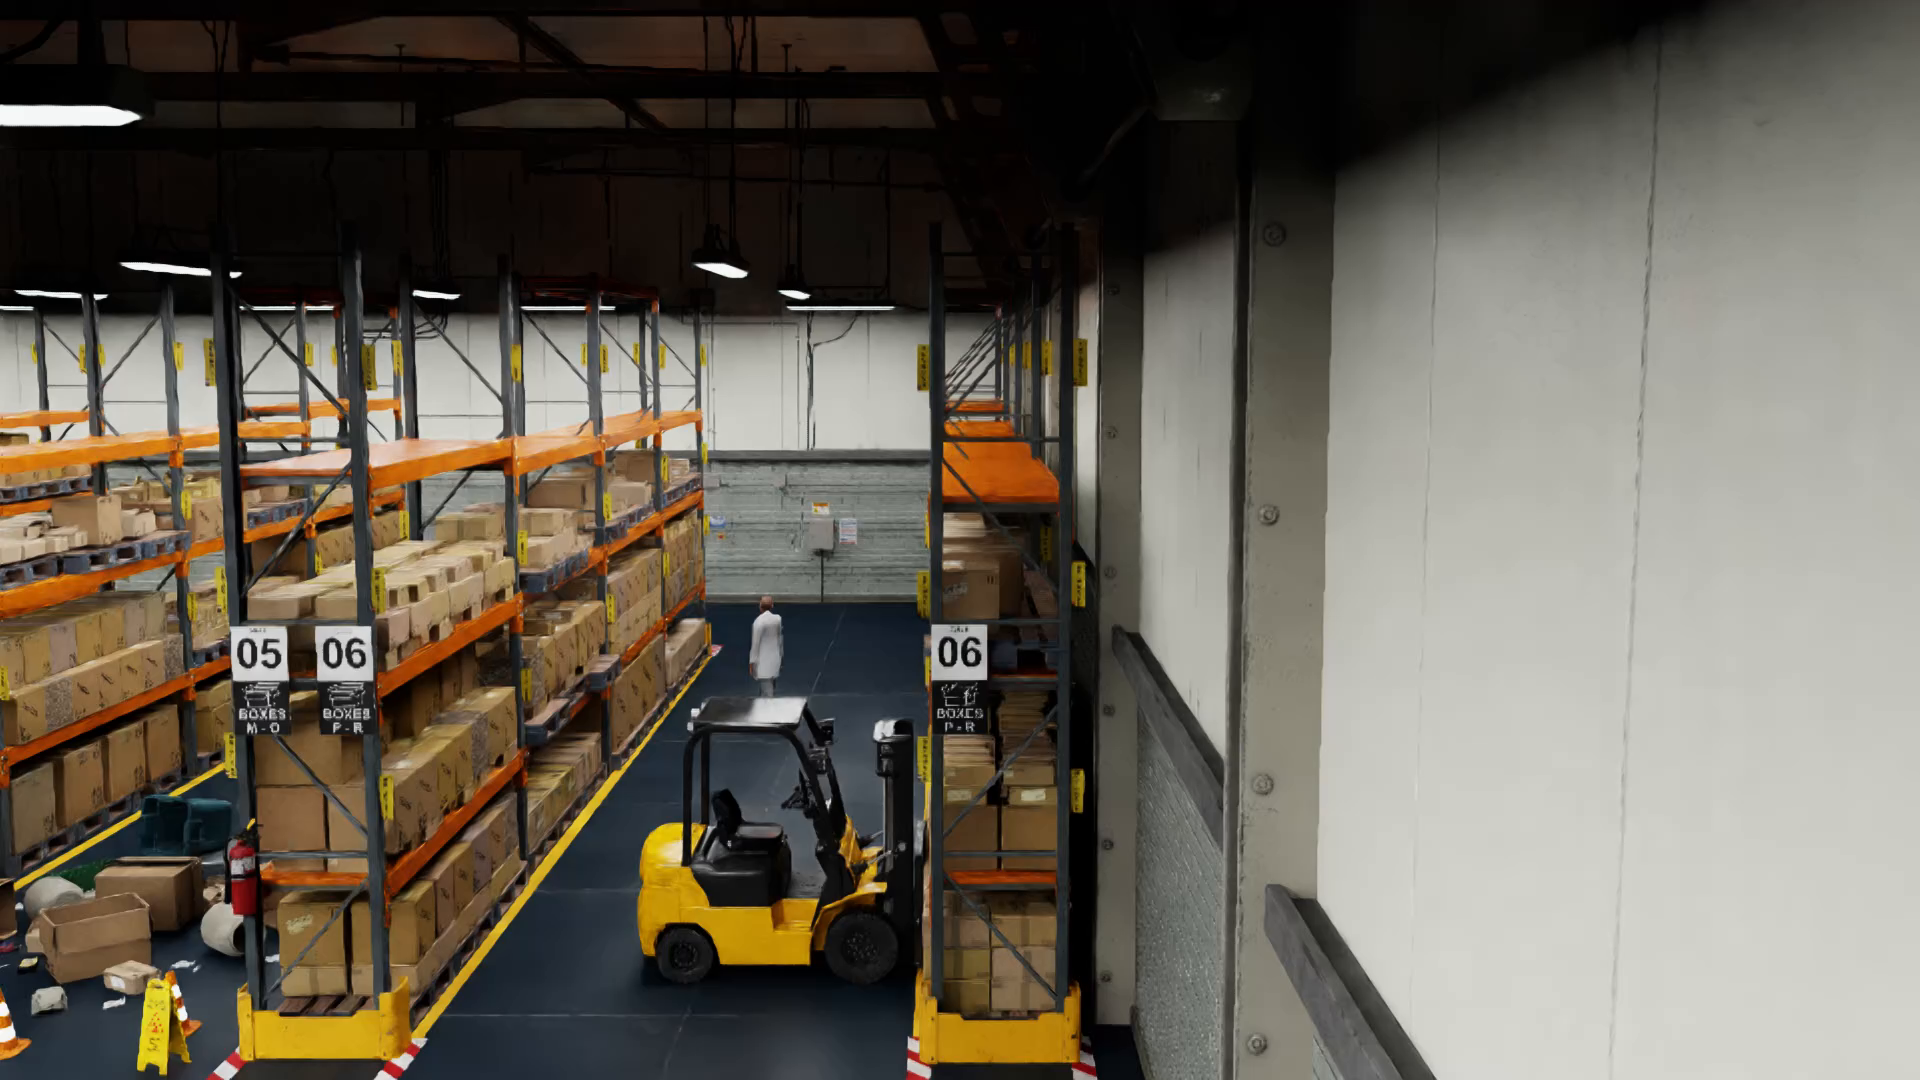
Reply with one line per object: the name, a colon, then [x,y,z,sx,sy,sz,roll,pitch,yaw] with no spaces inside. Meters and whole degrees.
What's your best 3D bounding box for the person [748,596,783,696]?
person: [-2.654,1.646,22.604,0.614,1.761,0.656,3,8,27]
